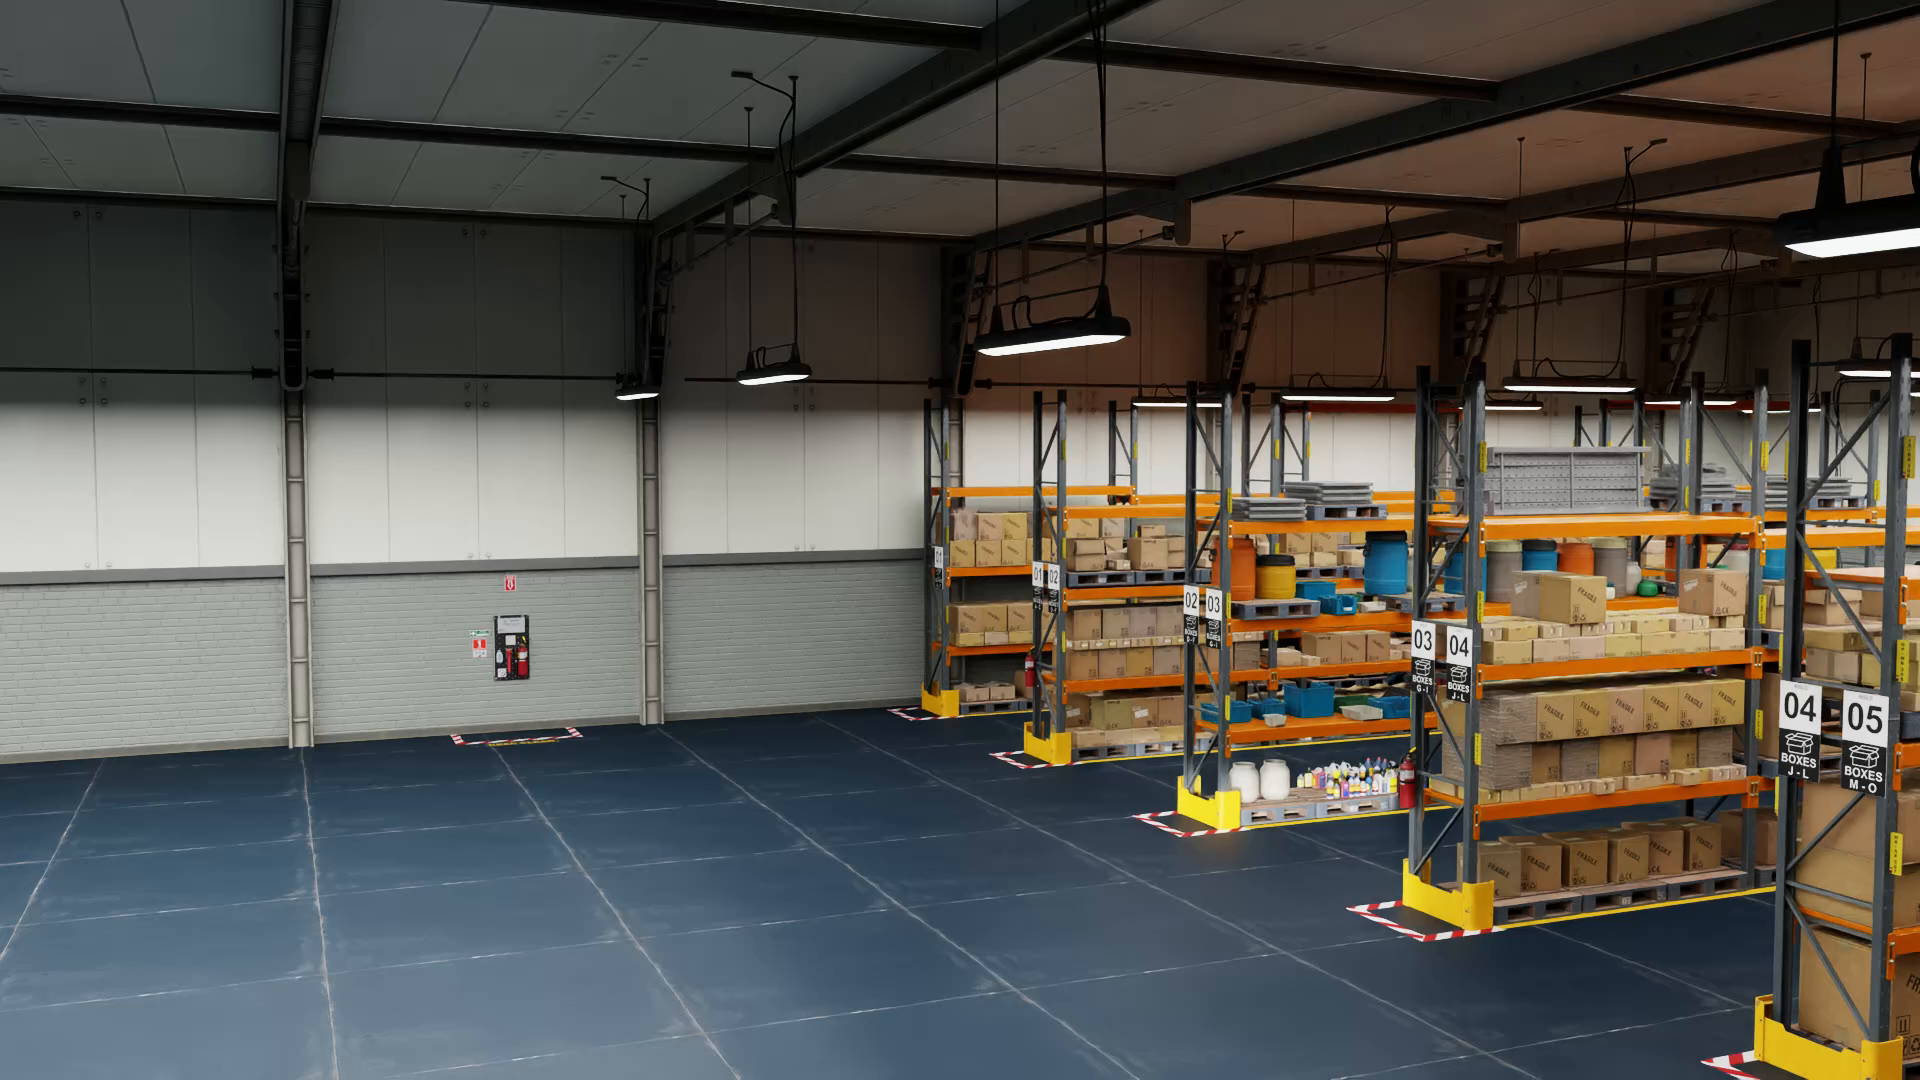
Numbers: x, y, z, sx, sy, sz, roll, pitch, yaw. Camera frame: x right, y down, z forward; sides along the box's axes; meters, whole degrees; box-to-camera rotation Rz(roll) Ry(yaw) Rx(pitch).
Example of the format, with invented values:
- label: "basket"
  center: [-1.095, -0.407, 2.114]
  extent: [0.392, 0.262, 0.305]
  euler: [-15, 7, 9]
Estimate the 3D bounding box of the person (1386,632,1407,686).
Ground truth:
- label: "person"
  center: [8.415, 2.517, 31.828]
  extent: [0.795, 1.513, 0.567]
  euler: [-1, 3, -13]
